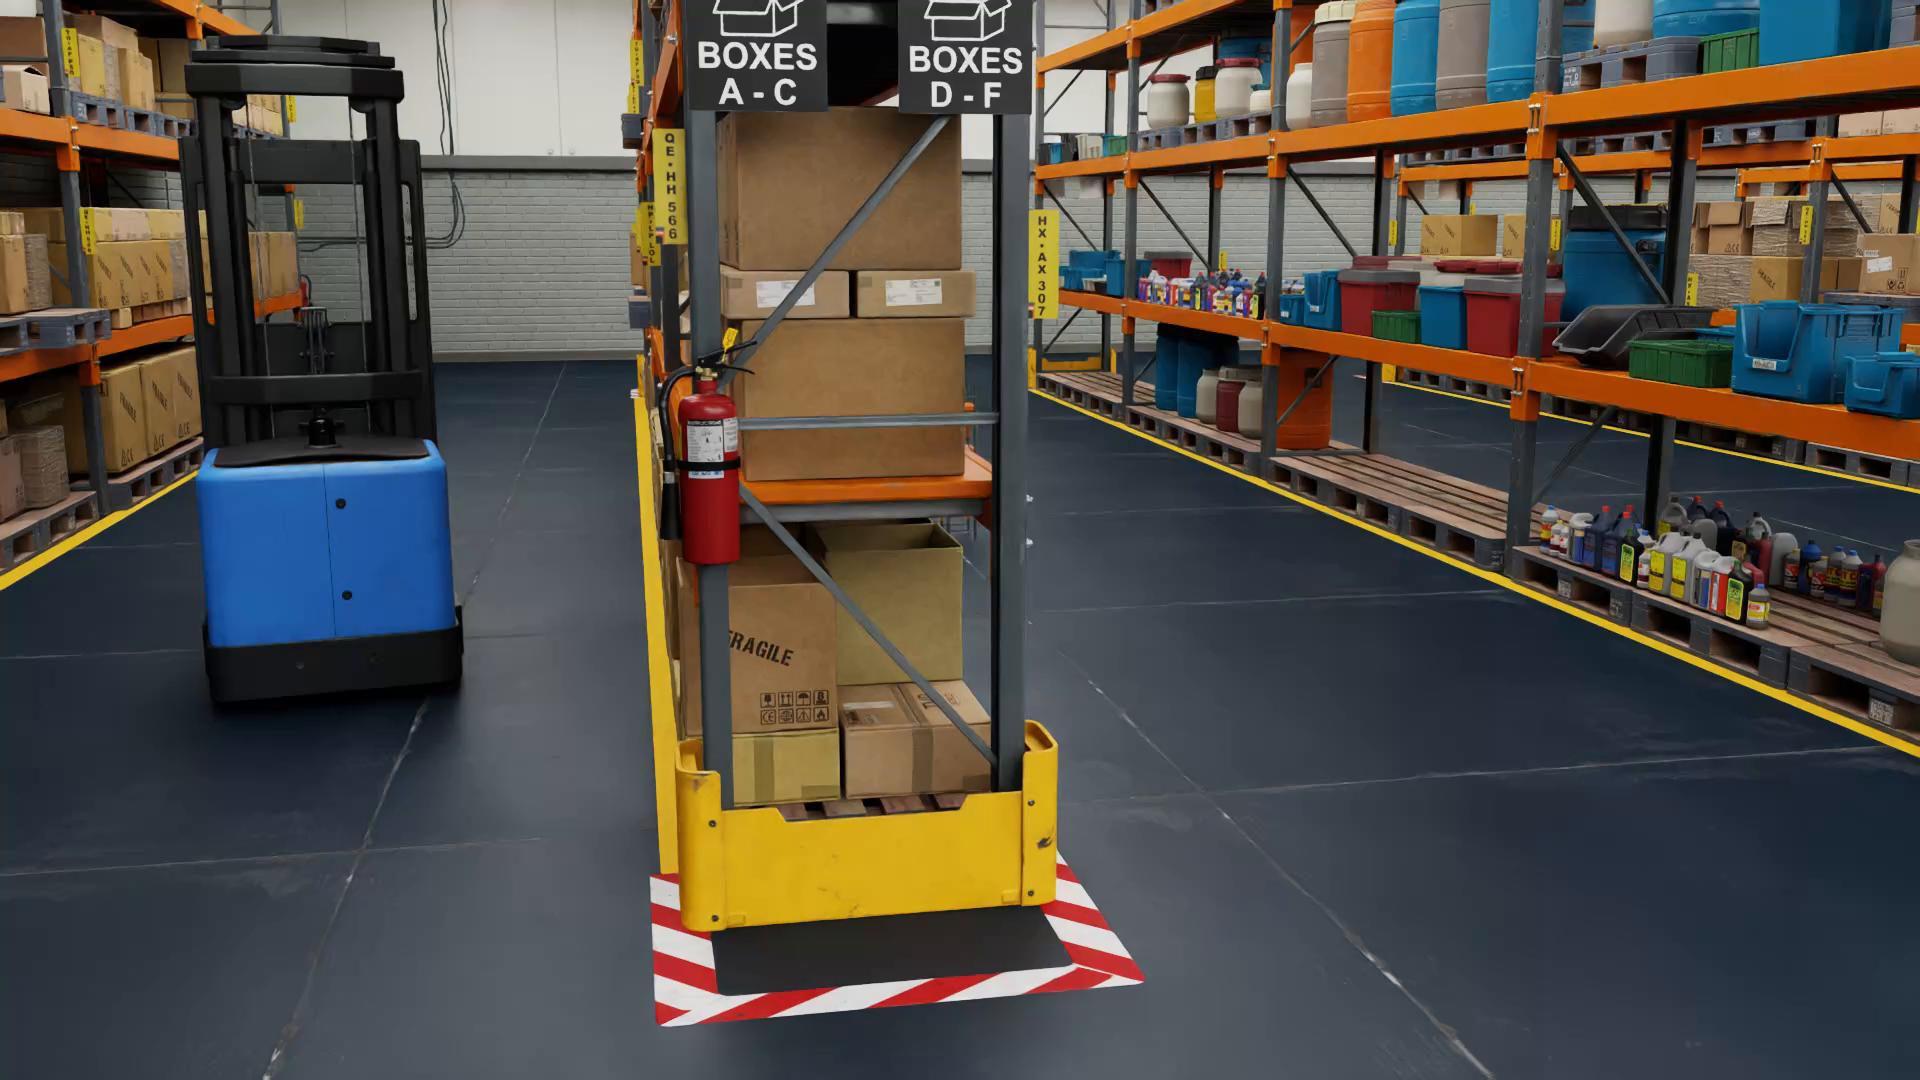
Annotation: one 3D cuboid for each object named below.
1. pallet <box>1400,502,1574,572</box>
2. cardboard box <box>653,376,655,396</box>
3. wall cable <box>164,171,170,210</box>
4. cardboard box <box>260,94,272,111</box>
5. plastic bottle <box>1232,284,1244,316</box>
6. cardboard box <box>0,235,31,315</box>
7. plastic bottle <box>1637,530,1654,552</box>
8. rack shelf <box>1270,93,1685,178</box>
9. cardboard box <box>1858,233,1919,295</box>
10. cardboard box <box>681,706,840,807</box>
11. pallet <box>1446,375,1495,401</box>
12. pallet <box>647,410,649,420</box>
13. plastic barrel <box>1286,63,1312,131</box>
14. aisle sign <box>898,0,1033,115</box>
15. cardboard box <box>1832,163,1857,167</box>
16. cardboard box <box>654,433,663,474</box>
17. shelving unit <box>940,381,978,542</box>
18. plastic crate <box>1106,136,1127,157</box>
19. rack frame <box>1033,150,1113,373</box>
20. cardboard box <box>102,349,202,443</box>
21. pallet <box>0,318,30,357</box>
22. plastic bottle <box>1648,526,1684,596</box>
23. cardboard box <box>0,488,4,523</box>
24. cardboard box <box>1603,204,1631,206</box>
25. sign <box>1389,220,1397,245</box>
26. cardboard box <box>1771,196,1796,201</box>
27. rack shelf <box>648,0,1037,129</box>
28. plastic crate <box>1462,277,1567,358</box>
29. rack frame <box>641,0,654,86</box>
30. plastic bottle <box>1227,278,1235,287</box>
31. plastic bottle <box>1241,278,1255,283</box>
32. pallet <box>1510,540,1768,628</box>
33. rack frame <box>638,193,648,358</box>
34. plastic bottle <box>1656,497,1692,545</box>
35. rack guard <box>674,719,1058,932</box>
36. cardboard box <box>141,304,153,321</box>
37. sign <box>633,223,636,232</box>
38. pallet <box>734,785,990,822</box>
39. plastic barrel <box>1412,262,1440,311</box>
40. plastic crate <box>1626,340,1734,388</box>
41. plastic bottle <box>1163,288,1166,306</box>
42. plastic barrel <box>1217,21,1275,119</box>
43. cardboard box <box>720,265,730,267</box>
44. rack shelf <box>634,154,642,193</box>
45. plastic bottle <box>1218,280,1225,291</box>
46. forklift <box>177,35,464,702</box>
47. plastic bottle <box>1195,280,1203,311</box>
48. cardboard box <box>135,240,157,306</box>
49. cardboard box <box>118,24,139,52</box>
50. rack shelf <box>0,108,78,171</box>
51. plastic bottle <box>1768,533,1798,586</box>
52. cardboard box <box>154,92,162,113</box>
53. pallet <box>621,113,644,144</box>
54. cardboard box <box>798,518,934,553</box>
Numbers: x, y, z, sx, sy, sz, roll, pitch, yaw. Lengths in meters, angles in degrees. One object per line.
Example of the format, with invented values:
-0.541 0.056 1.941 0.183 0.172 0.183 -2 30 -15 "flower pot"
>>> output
3.595 -0.036 10.819 1.003 0.211 1.213 -2 11 -11 "pallet"
-2.279 -1.347 13.753 0.500 0.250 0.500 -2 11 -9 "cardboard box"
-9.443 -3.803 20.437 0.084 1.984 1.851 -2 11 -11 "wall cable"
-7.770 -4.911 17.957 0.500 0.500 0.500 -2 11 -9 "cardboard box"
2.423 -2.092 14.508 0.097 0.271 0.097 0 11 0 "plastic bottle"
-6.474 -1.714 10.736 0.700 0.500 0.500 -3 11 -16 "cardboard box"
3.637 0.085 8.849 0.097 0.271 0.097 0 11 0 "plastic bottle"
3.396 -2.750 11.523 1.077 0.370 4.000 -2 11 -11 "rack shelf"
8.010 -2.334 14.048 0.500 0.500 0.500 -4 11 -18 "cardboard box"
-0.690 0.707 5.690 0.500 0.250 0.500 -2 11 -11 "cardboard box"
6.776 -1.907 20.650 1.003 0.211 1.213 -2 11 -11 "pallet"
-3.003 -1.531 18.676 1.003 0.211 1.213 -2 11 -11 "pallet"
2.767 -3.457 13.014 0.421 0.512 0.421 0 11 0 "plastic barrel"
0.017 -1.626 4.764 0.394 0.787 0.004 -2 11 -11 "aisle sign"
11.332 -4.828 20.919 0.500 0.250 0.500 -2 11 -11 "cardboard box"
-1.730 -0.557 10.833 0.500 0.311 0.500 -2 11 -12 "cardboard box"
-0.010 -0.526 11.150 0.215 1.050 0.252 -2 11 -11 "shelving unit"
1.850 -4.166 17.607 0.450 0.188 0.662 -2 11 -11 "plastic crate"
1.451 -3.464 21.372 1.000 3.000 0.127 -2 11 -11 "rack frame"
-7.059 -1.243 14.329 0.750 0.750 0.750 -2 11 -9 "cardboard box"
-6.285 -1.180 9.889 1.003 0.211 1.213 -2 11 -11 "pallet"
3.655 0.098 8.567 0.144 0.351 0.185 -2 11 -11 "plastic bottle"
-6.409 -0.305 10.287 0.700 0.500 0.500 -2 11 -11 "cardboard box"
7.220 -3.335 17.747 0.797 0.503 0.637 -2 11 -12 "cardboard box"
5.764 -4.089 22.130 0.100 0.325 0.005 -2 11 -11 "sign"
11.126 -4.308 22.070 0.500 0.500 0.500 -2 11 -9 "cardboard box"
-0.685 -1.837 6.726 1.077 0.370 4.000 -2 11 -11 "rack shelf"
3.391 -1.372 10.211 0.402 0.464 0.583 -2 11 -11 "plastic crate"
-1.852 -4.764 12.160 1.000 3.000 0.127 -2 11 -11 "rack frame"
2.673 -2.439 16.332 0.097 0.271 0.097 0 11 0 "plastic bottle"
2.818 -2.424 16.244 0.152 0.276 0.135 -2 11 -11 "plastic bottle"
3.875 0.232 9.414 1.003 0.211 1.213 -2 11 -11 "pallet"
-3.408 -3.284 20.429 1.000 3.000 0.127 -2 11 -11 "rack frame"
4.052 -0.065 9.422 0.144 0.351 0.185 -2 11 -11 "plastic bottle"
-0.292 0.883 5.222 1.175 0.500 0.348 -2 11 -11 "rack guard"
-6.856 -1.872 13.630 0.380 0.149 0.250 -2 11 -11 "cardboard box"
-3.161 -2.955 16.383 0.100 0.325 0.005 -2 11 -11 "sign"
-0.486 0.881 6.001 1.003 0.211 1.213 -2 11 -11 "pallet"
3.499 -1.793 12.296 0.421 0.512 0.421 0 11 0 "plastic barrel"
3.772 -0.899 8.467 0.450 0.188 0.662 -2 11 -11 "plastic crate"
2.050 -2.409 16.360 0.097 0.201 0.097 0 11 0 "plastic bottle"
2.711 -4.349 15.536 0.600 0.901 0.708 -2 11 -11 "plastic barrel"
-0.660 -0.876 5.772 0.380 0.149 0.250 -2 11 -12 "cardboard box"
-3.019 -4.038 18.289 1.077 0.370 4.000 -2 11 -11 "rack shelf"
2.393 -2.247 15.289 0.061 0.283 0.133 -2 11 -11 "plastic bottle"
-3.263 -0.966 8.435 1.130 2.935 3.031 -4 12 -20 "forklift"
2.226 -2.266 15.390 0.061 0.283 0.133 -2 11 -11 "plastic bottle"
-6.742 -2.127 13.233 0.500 0.500 0.500 -2 11 -11 "cardboard box"
-7.446 -4.311 14.351 0.500 0.250 0.500 -1 11 -7 "cardboard box"
-6.322 -2.389 9.630 1.077 0.370 4.000 -2 11 -11 "rack shelf"
4.321 0.091 8.803 0.152 0.276 0.135 -2 11 -10 "plastic bottle"
-7.852 -4.142 15.924 0.500 0.250 0.500 -2 11 -10 "cardboard box"
-2.367 -3.620 14.671 1.213 0.211 1.003 -2 11 -11 "pallet"
-0.391 0.137 6.679 0.500 0.500 0.500 -2 11 -11 "cardboard box"
